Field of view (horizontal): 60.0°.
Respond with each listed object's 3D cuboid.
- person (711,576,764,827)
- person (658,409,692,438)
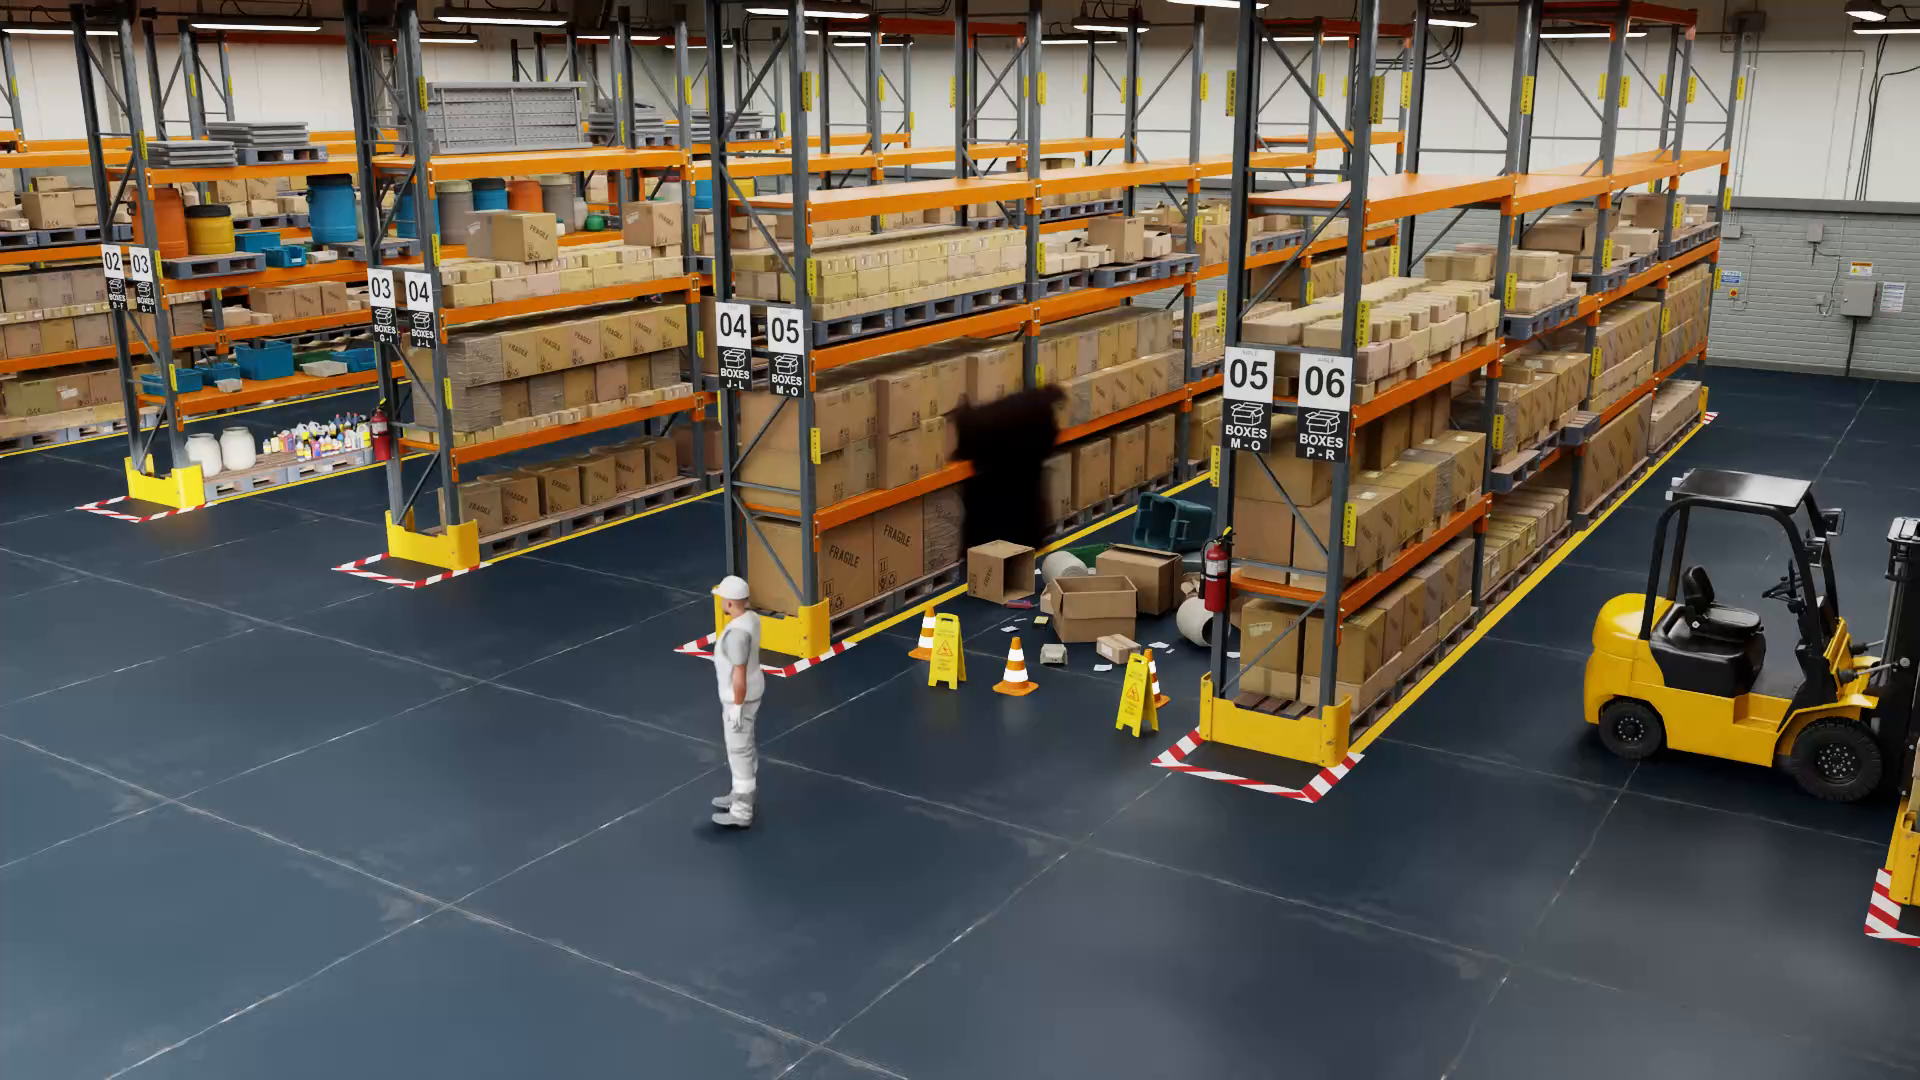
[{"bbox_3d":[-1.603,1.120,11.828,0.424,1.791,0.609,0,16,1],"label":"person"},{"bbox_3d":[-4.083,-2.185,23.983,0.779,1.793,0.878,10,18,32],"label":"person"}]
